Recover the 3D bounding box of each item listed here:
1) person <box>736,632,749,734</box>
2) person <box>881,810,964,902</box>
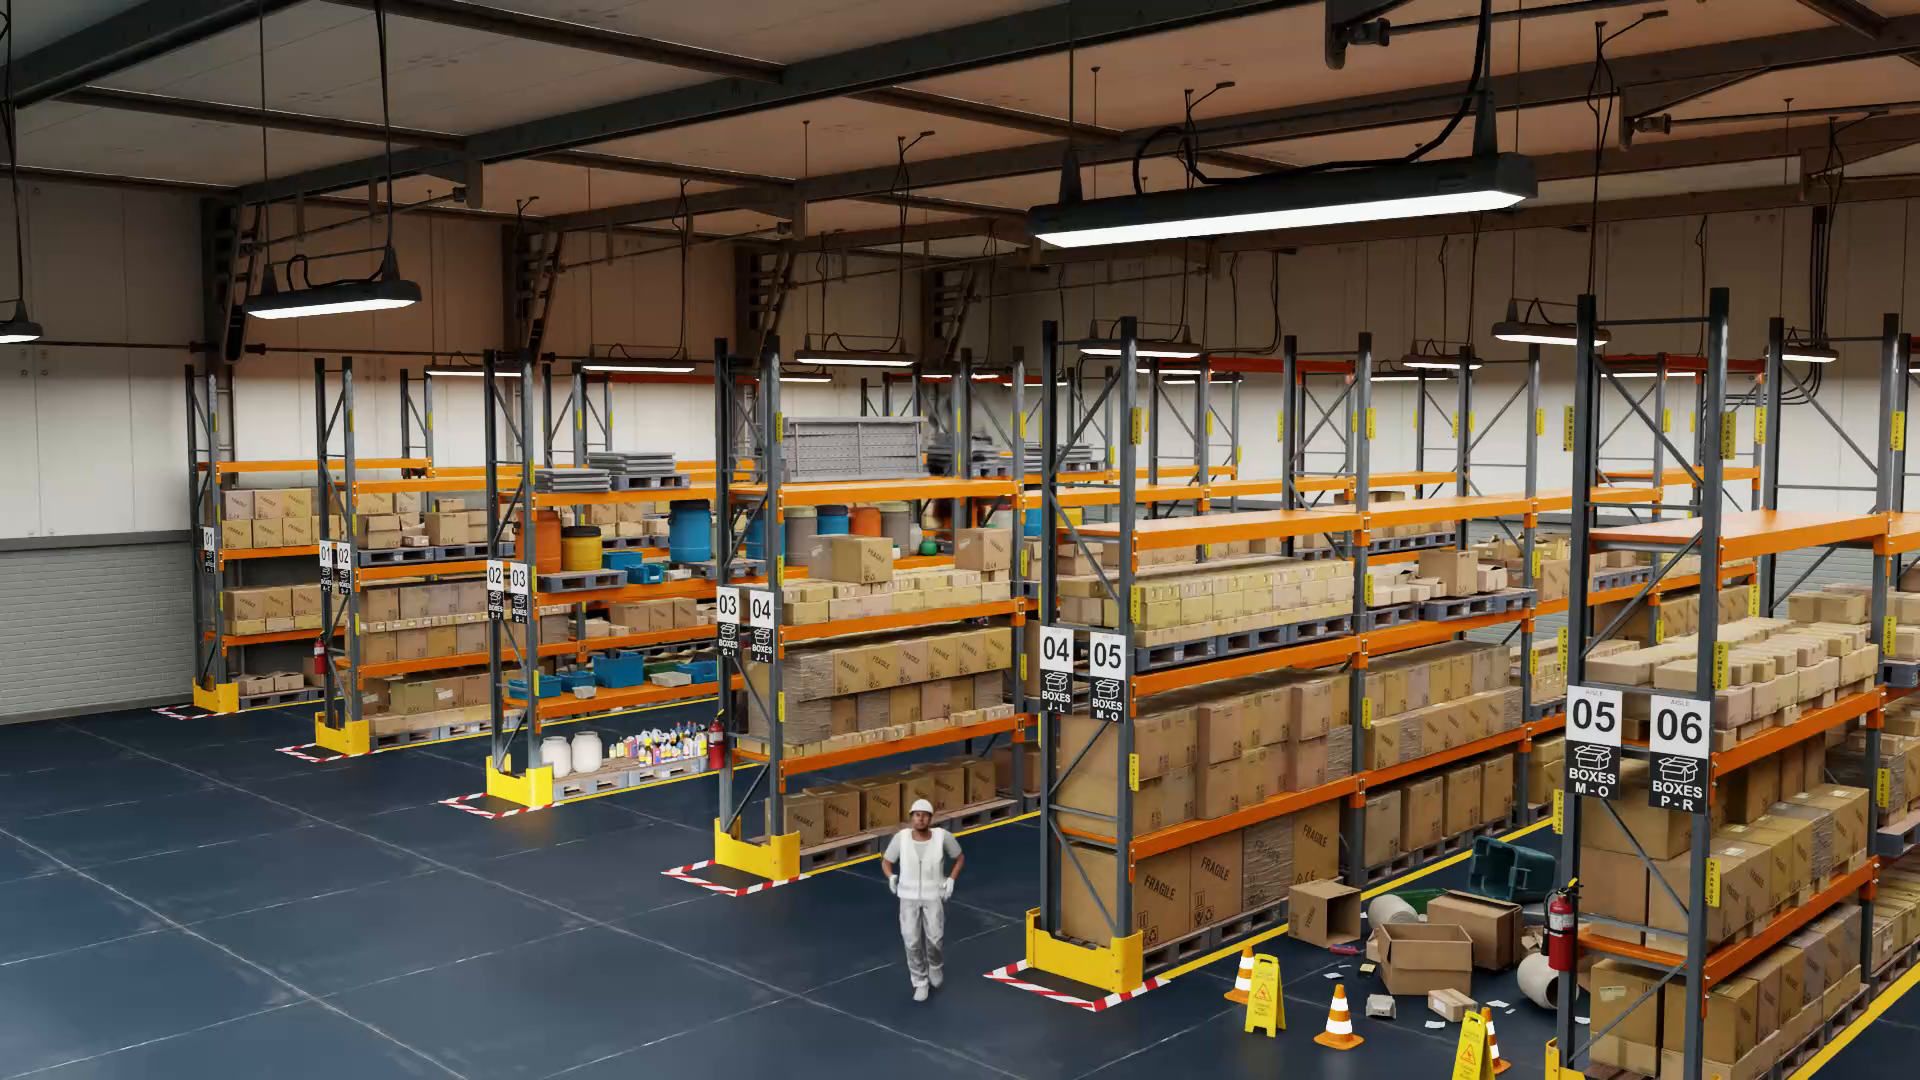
[{"bbox_3d":[-3.479,2.291,26.602,0.657,1.673,0.607,4,6,41],"label":"person"},{"bbox_3d":[-0.334,2.761,14.661,0.735,0.851,0.497,0,4,1],"label":"person"}]
